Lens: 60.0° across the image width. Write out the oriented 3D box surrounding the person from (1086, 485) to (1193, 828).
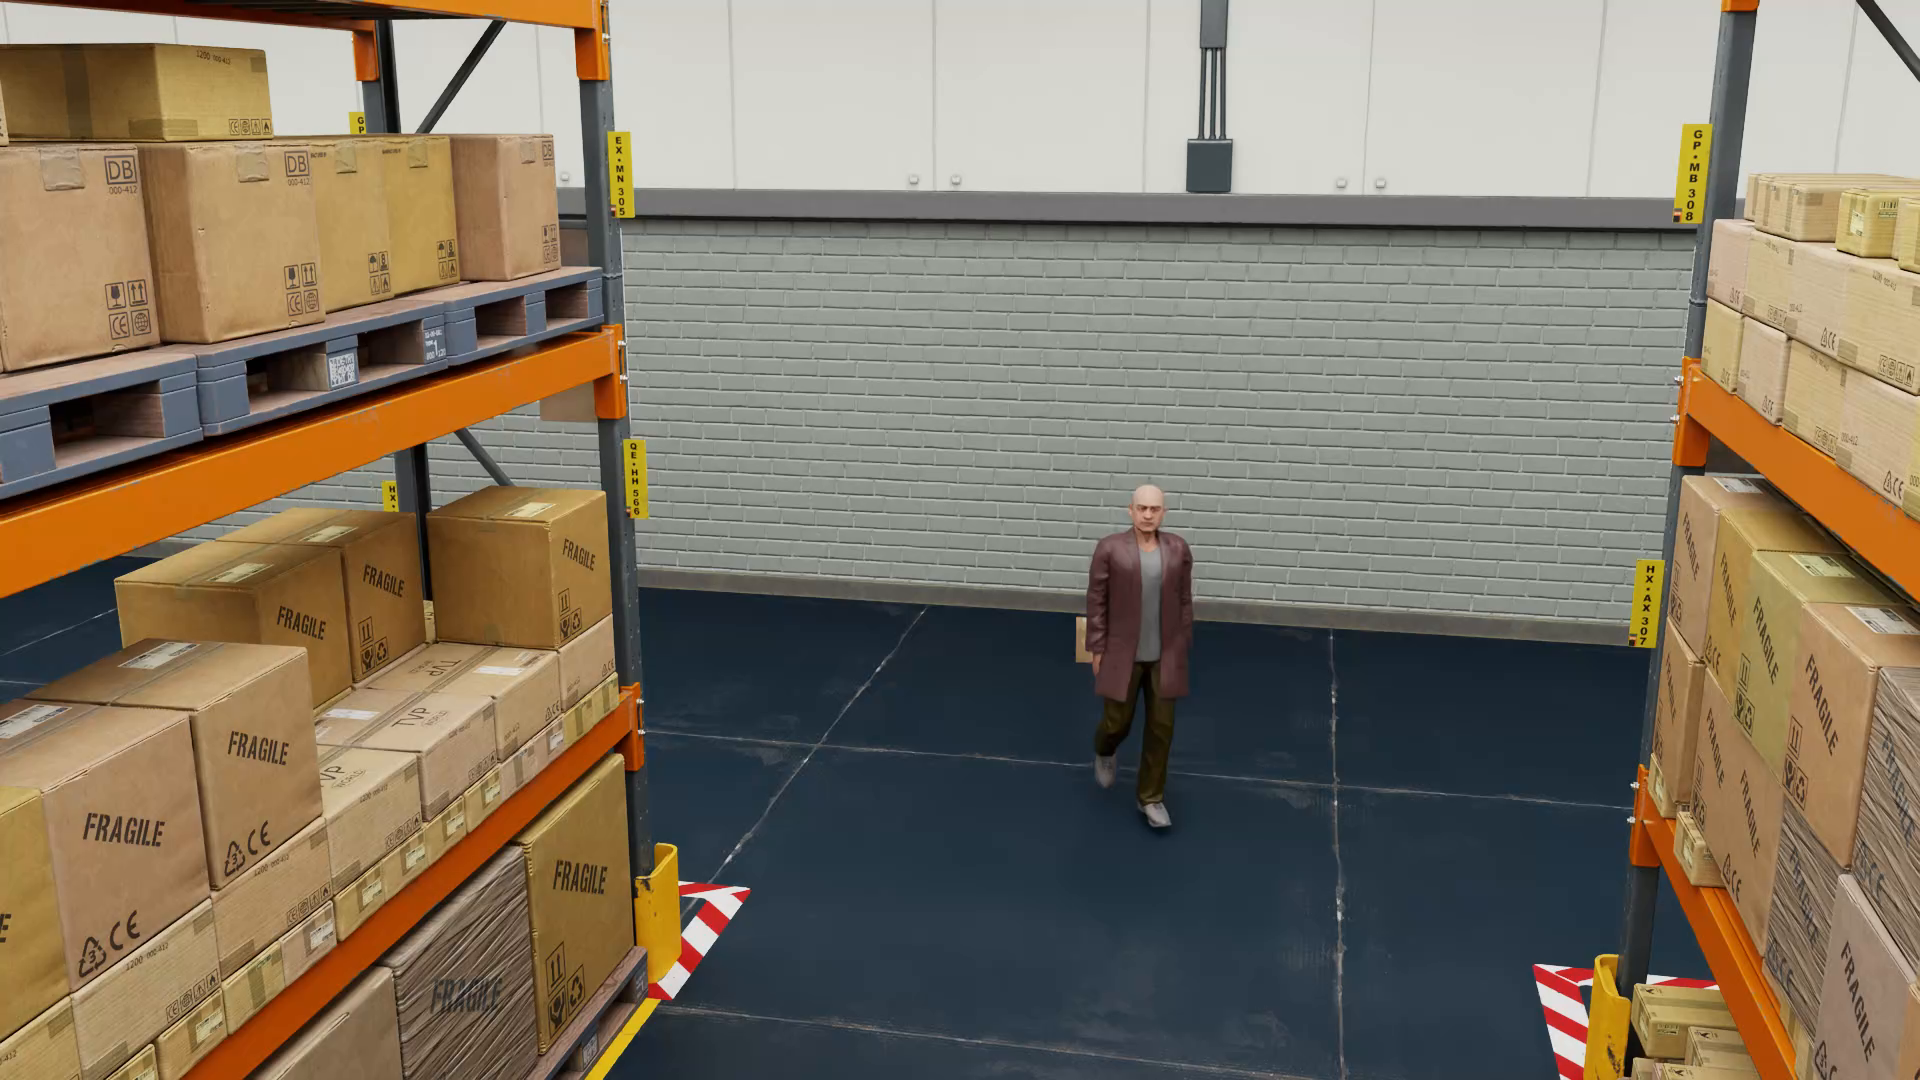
[{"bbox_3d":[0.941,0.574,8.731,0.577,1.760,0.735,-1,14,-6],"label":"person"}]
